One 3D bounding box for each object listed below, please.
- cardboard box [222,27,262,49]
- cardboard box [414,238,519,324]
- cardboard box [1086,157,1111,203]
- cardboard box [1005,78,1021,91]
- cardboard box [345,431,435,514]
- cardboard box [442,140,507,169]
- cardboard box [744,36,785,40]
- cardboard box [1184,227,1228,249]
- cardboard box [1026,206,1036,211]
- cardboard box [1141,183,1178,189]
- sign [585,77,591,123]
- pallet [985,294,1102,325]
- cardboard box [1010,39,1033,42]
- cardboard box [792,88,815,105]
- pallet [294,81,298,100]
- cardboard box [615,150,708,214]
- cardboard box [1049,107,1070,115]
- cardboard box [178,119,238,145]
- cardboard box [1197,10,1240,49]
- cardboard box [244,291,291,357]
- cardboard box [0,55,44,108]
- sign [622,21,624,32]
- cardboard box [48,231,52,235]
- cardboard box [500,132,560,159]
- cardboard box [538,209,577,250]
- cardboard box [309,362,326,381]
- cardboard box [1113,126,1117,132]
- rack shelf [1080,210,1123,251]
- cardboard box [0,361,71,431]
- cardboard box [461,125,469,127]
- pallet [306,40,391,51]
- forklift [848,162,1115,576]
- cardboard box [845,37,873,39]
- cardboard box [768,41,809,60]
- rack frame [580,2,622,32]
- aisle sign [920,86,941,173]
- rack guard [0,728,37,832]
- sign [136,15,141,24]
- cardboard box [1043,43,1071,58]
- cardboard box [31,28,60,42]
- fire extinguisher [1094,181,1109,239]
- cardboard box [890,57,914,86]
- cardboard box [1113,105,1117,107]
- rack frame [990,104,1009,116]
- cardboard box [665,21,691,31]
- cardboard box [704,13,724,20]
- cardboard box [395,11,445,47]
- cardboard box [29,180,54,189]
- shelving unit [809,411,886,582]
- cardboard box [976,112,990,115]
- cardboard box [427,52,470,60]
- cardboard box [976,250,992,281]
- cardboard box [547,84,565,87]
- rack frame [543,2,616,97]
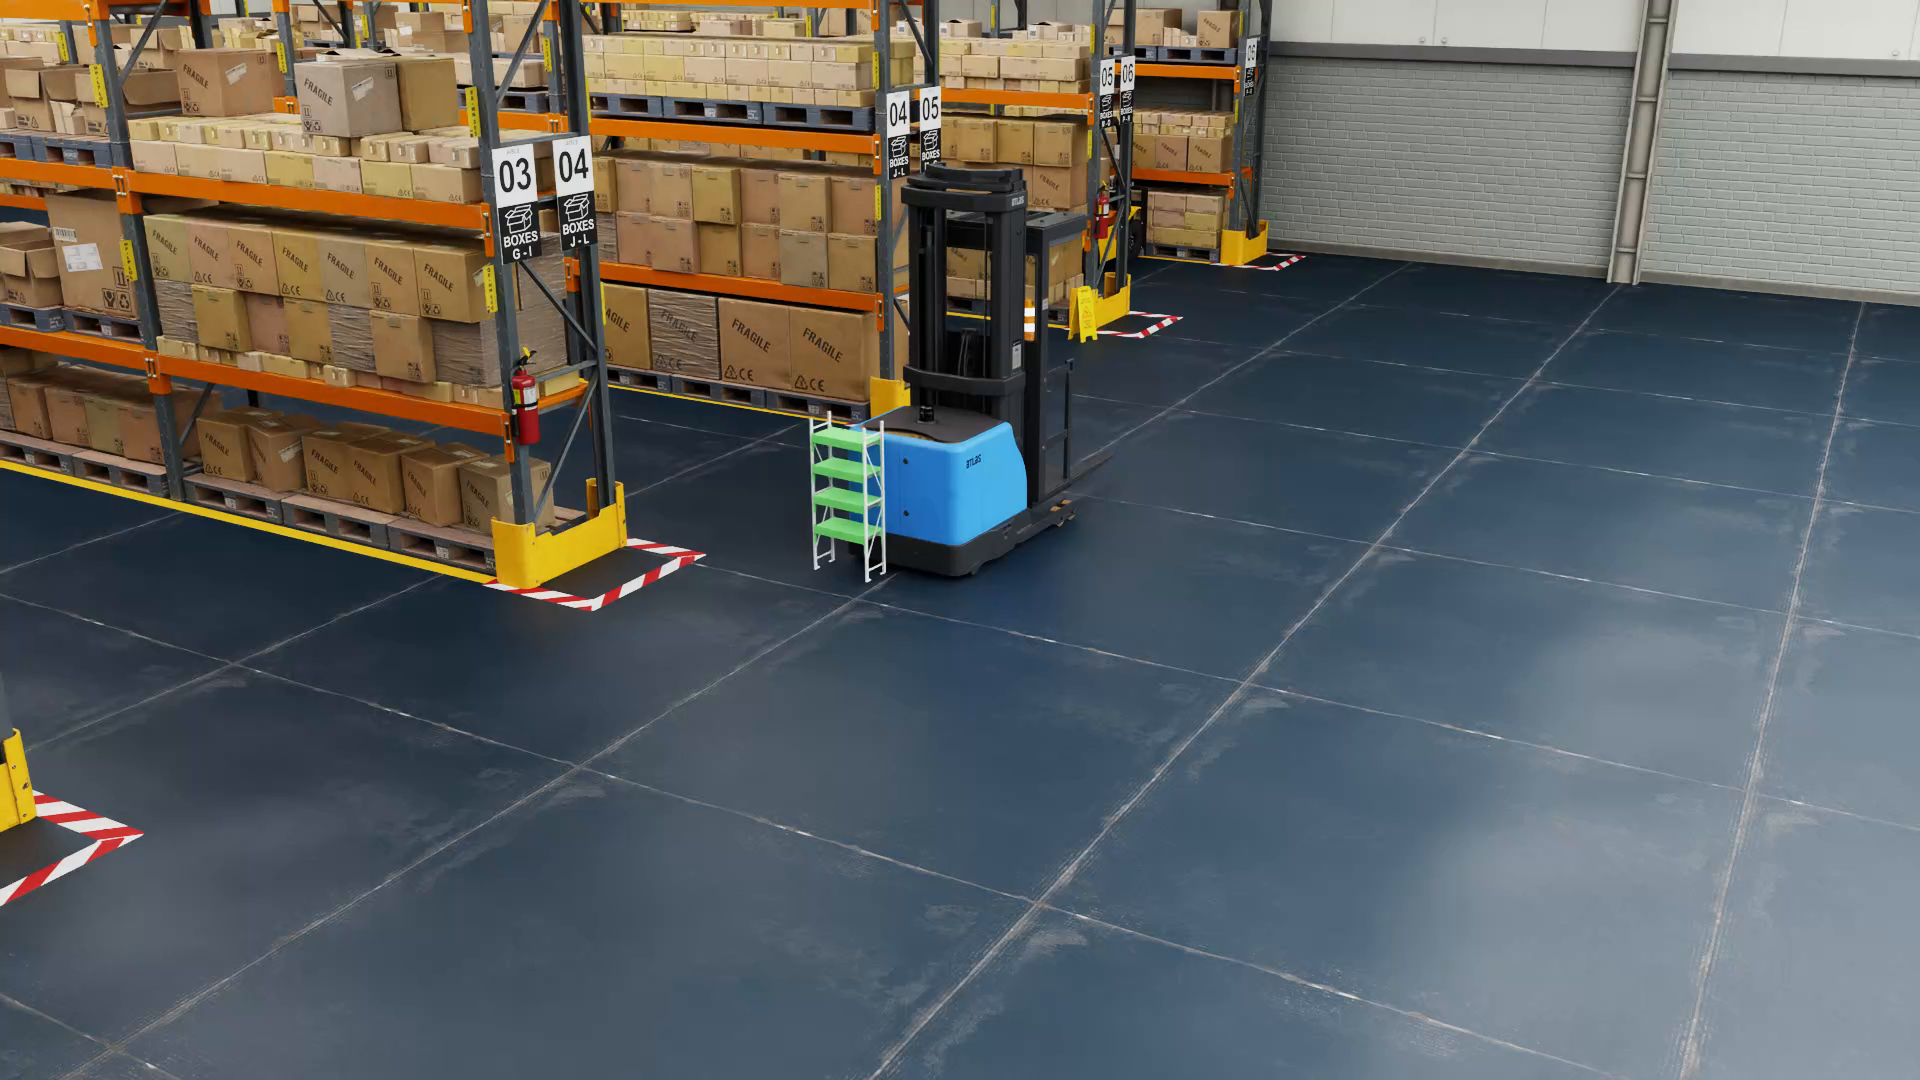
[{"bbox_3d":[-8.413,-5.903,19.572,0.258,0.266,0.396,11,23,27],"label":"cardboard box"},{"bbox_3d":[-3.602,-1.900,12.155,0.500,0.500,0.500,11,23,27],"label":"cardboard box"},{"bbox_3d":[1.554,-4.524,20.854,0.500,0.500,0.500,10,22,26],"label":"cardboard box"},{"bbox_3d":[0.747,-5.592,20.351,0.250,0.149,0.380,11,23,28],"label":"cardboard box"},{"bbox_3d":[-4.614,-0.556,13.548,0.500,0.500,0.500,13,24,32],"label":"cardboard box"},{"bbox_3d":[-3.396,-2.706,11.662,0.250,0.149,0.380,11,23,27],"label":"cardboard box"},{"bbox_3d":[-1.963,-5.001,16.790,0.250,0.149,0.380,11,23,28],"label":"cardboard box"},{"bbox_3d":[3.685,-4.543,24.906,0.500,0.250,0.500,11,23,28],"label":"cardboard box"},{"bbox_3d":[0.913,-4.114,20.676,0.250,0.149,0.380,10,22,26],"label":"cardboard box"},{"bbox_3d":[3.053,-5.333,25.619,0.500,0.250,0.500,11,22,27],"label":"cardboard box"},{"bbox_3d":[-2.737,-3.208,12.129,0.005,0.325,0.100,11,23,27],"label":"sign"},{"bbox_3d":[1.074,-3.023,21.389,1.213,0.211,1.003,11,23,27],"label":"pallet"},{"bbox_3d":[0.760,-6.136,20.682,0.250,0.149,0.380,11,23,27],"label":"cardboard box"},{"bbox_3d":[-1.394,-4.261,15.919,0.250,0.149,0.380,11,23,28],"label":"cardboard box"},{"bbox_3d":[-6.890,-5.246,19.305,1.003,0.211,1.213,12,23,30],"label":"pallet"},{"bbox_3d":[-3.144,-3.800,17.639,0.550,0.550,0.875,11,23,27],"label":"cardboard box"},{"bbox_3d":[1.565,-6.540,25.461,0.250,0.149,0.380,11,23,28],"label":"cardboard box"},{"bbox_3d":[-5.867,-3.196,13.014,0.250,0.149,0.380,11,23,28],"label":"cardboard box"},{"bbox_3d":[3.744,-7.356,23.939,0.500,0.500,0.500,12,23,29],"label":"cardboard box"},{"bbox_3d":[-5.225,-1.837,13.449,0.500,0.500,0.875,11,23,27],"label":"cardboard box"},{"bbox_3d":[-8.569,-4.074,14.919,0.500,0.500,0.500,11,23,28],"label":"cardboard box"},{"bbox_3d":[-4.886,-7.320,23.990,0.005,0.325,0.100,11,23,27],"label":"sign"},{"bbox_3d":[-12.764,-4.239,23.345,0.250,0.149,0.380,10,22,26],"label":"cardboard box"},{"bbox_3d":[-3.129,-2.867,12.106,0.250,0.149,0.380,11,22,27],"label":"cardboard box"},{"bbox_3d":[-4.572,-3.405,18.205,0.500,0.500,0.500,11,22,27],"label":"cardboard box"},{"bbox_3d":[-4.896,-1.374,13.122,0.250,0.149,0.380,11,23,27],"label":"cardboard box"},{"bbox_3d":[2.504,-6.254,25.111,0.250,0.149,0.380,11,22,27],"label":"cardboard box"},{"bbox_3d":[0.086,-4.170,21.517,4.000,0.370,1.077,11,23,27],"label":"rack shelf"},{"bbox_3d":[-8.900,-1.394,15.829,0.500,0.500,0.700,9,22,23],"label":"cardboard box"},{"bbox_3d":[-7.052,-6.285,24.679,0.500,0.500,0.500,10,22,26],"label":"cardboard box"},{"bbox_3d":[-9.353,-7.679,25.866,1.213,0.211,1.003,11,23,27],"label":"pallet"},{"bbox_3d":[0.321,-1.561,13.370,1.130,2.935,3.031,12,23,29],"label":"forklift"},{"bbox_3d":[-1.303,-6.324,21.199,0.250,0.149,0.380,12,23,29],"label":"cardboard box"},{"bbox_3d":[-1.621,-4.679,15.902,0.250,0.149,0.380,11,23,28],"label":"cardboard box"},{"bbox_3d":[-5.152,-8.326,23.122,0.127,3.000,1.000,11,23,27],"label":"rack frame"},{"bbox_3d":[-0.286,-3.985,16.139,0.004,0.787,0.394,11,23,27],"label":"aisle sign"},{"bbox_3d":[-5.506,1.426,8.702,0.348,0.500,1.175,11,23,27],"label":"rack guard"},{"bbox_3d":[-10.703,-6.685,21.660,0.005,0.325,0.100,11,23,27],"label":"sign"},{"bbox_3d":[1.186,-5.865,19.935,0.250,0.149,0.380,11,23,28],"label":"cardboard box"},{"bbox_3d":[-11.612,-6.454,21.263,0.250,0.149,0.380,11,23,29],"label":"cardboard box"},{"bbox_3d":[1.707,-3.983,20.060,0.183,0.674,0.296,11,23,27],"label":"fire extinguisher"},{"bbox_3d":[-0.790,-4.566,16.175,0.500,0.250,0.500,11,23,27],"label":"cardboard box"},{"bbox_3d":[2.286,-6.625,25.696,0.250,0.149,0.380,11,22,27],"label":"cardboard box"},{"bbox_3d":[0.757,-6.319,26.387,0.127,3.000,1.000,11,23,27],"label":"rack frame"},{"bbox_3d":[-4.805,-8.770,28.350,0.250,0.149,0.380,11,23,28],"label":"cardboard box"},{"bbox_3d":[-4.091,-8.795,28.012,0.250,0.149,0.380,10,22,26],"label":"cardboard box"},{"bbox_3d":[-8.016,-7.593,24.737,0.500,0.500,0.500,10,22,26],"label":"cardboard box"},{"bbox_3d":[-11.983,-4.951,22.031,0.500,0.500,0.500,10,22,26],"label":"cardboard box"},{"bbox_3d":[-0.842,-0.327,12.507,0.503,1.200,0.258,13,23,31],"label":"shelving unit"},{"bbox_3d":[0.351,-6.662,26.233,0.250,0.149,0.380,12,23,29],"label":"cardboard box"},{"bbox_3d":[-5.623,-5.189,18.241,0.500,0.311,0.500,10,22,25],"label":"cardboard box"},{"bbox_3d":[0.548,-3.574,21.137,0.500,0.500,0.500,12,23,29],"label":"cardboard box"},{"bbox_3d":[-7.397,-8.398,30.802,0.500,0.500,0.500,10,22,26],"label":"cardboard box"},{"bbox_3d":[-3.986,-6.171,17.179,0.127,3.000,1.000,11,23,27],"label":"rack frame"}]
